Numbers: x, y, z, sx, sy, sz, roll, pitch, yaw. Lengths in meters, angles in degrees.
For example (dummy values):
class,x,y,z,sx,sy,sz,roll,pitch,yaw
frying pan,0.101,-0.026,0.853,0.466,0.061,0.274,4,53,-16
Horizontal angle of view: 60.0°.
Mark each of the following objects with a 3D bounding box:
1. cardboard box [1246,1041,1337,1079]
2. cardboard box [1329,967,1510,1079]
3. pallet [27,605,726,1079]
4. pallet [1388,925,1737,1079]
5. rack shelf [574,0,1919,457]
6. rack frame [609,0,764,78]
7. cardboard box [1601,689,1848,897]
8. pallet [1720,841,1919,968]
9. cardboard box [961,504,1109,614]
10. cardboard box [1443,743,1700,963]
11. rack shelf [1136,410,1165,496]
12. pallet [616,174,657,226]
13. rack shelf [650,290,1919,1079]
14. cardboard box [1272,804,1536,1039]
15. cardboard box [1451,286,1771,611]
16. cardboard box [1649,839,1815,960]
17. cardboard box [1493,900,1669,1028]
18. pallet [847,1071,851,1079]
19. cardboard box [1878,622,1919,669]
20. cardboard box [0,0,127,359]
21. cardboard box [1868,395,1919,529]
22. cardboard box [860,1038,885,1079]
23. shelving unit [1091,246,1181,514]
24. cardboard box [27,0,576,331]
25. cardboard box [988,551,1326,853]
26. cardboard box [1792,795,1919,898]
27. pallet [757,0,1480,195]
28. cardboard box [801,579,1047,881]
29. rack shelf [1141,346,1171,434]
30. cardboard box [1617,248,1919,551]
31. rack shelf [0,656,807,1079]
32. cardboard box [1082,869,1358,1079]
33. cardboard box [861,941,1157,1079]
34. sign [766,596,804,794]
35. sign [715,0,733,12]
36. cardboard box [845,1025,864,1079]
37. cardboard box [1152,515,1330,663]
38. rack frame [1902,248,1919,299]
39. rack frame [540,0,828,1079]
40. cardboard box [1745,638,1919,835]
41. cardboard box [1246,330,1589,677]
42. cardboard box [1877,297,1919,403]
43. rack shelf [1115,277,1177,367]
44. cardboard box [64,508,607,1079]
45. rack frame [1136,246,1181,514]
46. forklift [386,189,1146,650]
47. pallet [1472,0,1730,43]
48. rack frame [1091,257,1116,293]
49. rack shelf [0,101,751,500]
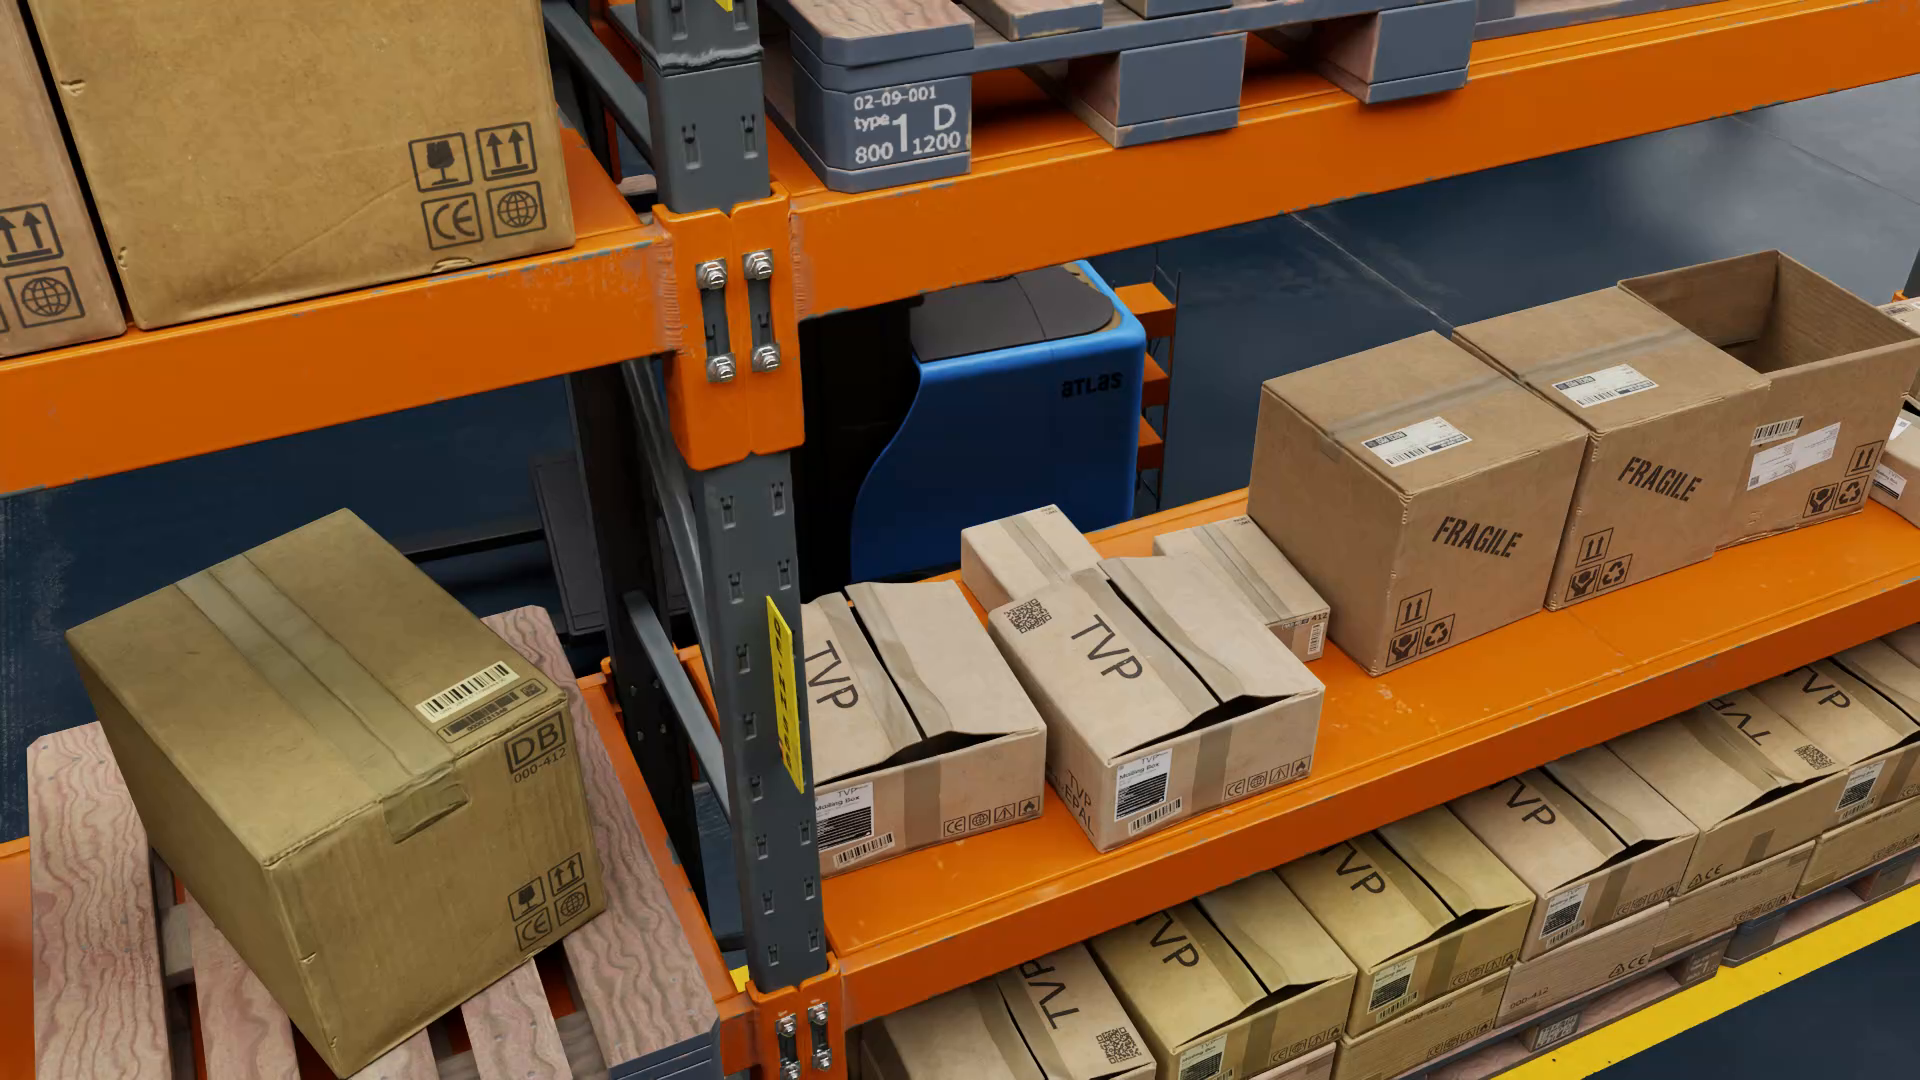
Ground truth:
class,x,y,z,sx,sy,sz,roll,pitch,yaw
cardboard box,0.550,1.213,4.052,0.500,0.250,0.500,-17,40,-21
cardboard box,1.018,1.078,4.234,0.500,0.250,0.500,-17,40,-21
pallet,-1.087,0.666,2.996,1.003,0.211,1.213,-16,39,-20
pallet,1.361,1.005,4.718,1.213,0.211,1.003,-16,39,-20
rack shelf,1.307,-1.043,3.224,4.000,0.370,1.077,-16,39,-20
rack frame,-0.503,-2.031,1.434,0.127,3.000,1.000,-16,39,-20
cardboard box,1.952,0.594,4.416,0.500,0.311,0.500,-16,39,-20
pallet,2.467,0.694,5.137,1.213,0.211,1.003,-16,39,-20
cardboard box,0.193,0.103,3.804,0.250,0.149,0.380,-16,39,-20
cardboard box,1.495,0.720,4.247,0.500,0.311,0.500,-16,39,-21
rack shelf,0.611,-0.307,6.267,0.240,0.259,0.215,-12,38,-15
pallet,-1.887,-1.348,7.891,1.213,0.211,1.003,-16,39,-20
rack shelf,1.307,0.162,4.118,4.000,0.370,1.077,-16,39,-20
cardboard box,1.030,0.850,4.071,0.500,0.311,0.500,-17,40,-21
cardboard box,1.485,-0.228,3.955,0.500,0.500,0.500,-16,39,-20
cardboard box,1.944,0.820,4.582,0.500,0.250,0.500,-15,39,-19
cardboard box,1.483,0.948,4.409,0.500,0.250,0.500,-15,39,-19
pallet,0.258,1.312,4.304,1.213,0.211,1.003,-16,39,-20
cardboard box,2.873,0.334,4.766,0.500,0.311,0.500,-16,39,-20
cardboard box,-1.346,-0.608,1.950,0.500,0.500,0.910,-16,39,-20
cardboard box,2.400,-0.258,4.193,0.258,0.266,0.396,-17,40,-21
cardboard box,0.096,1.341,3.880,0.500,0.250,0.500,-16,39,-20
shelving unit,0.611,-0.539,6.095,0.252,1.050,0.215,-12,38,-15
cardboard box,-0.884,-0.737,2.124,0.500,0.500,0.910,-16,39,-20
cardboard box,0.389,0.293,3.412,0.500,0.311,0.500,-16,39,-20
cardboard box,2.407,0.691,4.757,0.500,0.250,0.500,-16,40,-21
pallet,0.073,-0.970,2.680,1.003,0.211,1.213,-14,39,-18
cardboard box,-0.156,0.346,3.340,0.500,0.311,0.500,-13,39,-17
rack shelf,0.611,-0.530,6.102,0.240,0.259,0.215,-12,38,-15
cardboard box,1.939,-0.355,4.126,0.500,0.500,0.500,-13,38,-17
rack shelf,-2.314,1.174,2.753,4.000,0.370,1.077,-16,39,-20
cardboard box,0.567,0.978,3.899,0.500,0.311,0.500,-17,40,-21
cardboard box,0.096,1.115,3.713,0.500,0.311,0.500,-14,39,-18
sign,-0.264,0.236,2.508,0.005,0.325,0.100,-16,39,-20
sign,-0.275,-0.740,1.778,0.005,0.325,0.100,-16,39,-20
cardboard box,-0.131,1.050,4.272,0.500,0.250,0.500,-15,39,-19
cardboard box,0.627,0.127,3.772,0.250,0.149,0.380,-13,38,-17
rack frame,3.118,-0.633,4.586,0.127,3.000,1.000,-16,39,-20
rack frame,-0.503,0.379,3.221,0.127,3.000,1.000,-16,39,-20
cardboard box,2.405,0.469,4.584,0.500,0.311,0.500,-15,39,-19
cardboard box,1.009,-0.095,3.776,0.500,0.500,0.500,-18,40,-22
cardboard box,2.690,-0.425,4.431,0.500,0.250,0.500,-13,39,-17
rack shelf,0.611,-0.758,5.933,0.240,0.259,0.215,-12,38,-15
cardboard box,-1.026,0.390,2.769,0.500,0.500,0.700,-30,46,-34
rack frame,0.727,-0.562,6.127,0.008,1.050,0.200,-12,38,-15
forklift,-0.952,-0.984,5.116,3.031,2.935,1.130,-11,38,-15
pallet,1.084,-1.255,3.064,1.213,0.211,1.003,-14,39,-18
rack frame,0.496,-0.515,6.064,0.008,1.050,0.200,-12,38,-15
rack shelf,-2.314,-0.031,1.859,4.000,0.370,1.077,-16,39,-20
